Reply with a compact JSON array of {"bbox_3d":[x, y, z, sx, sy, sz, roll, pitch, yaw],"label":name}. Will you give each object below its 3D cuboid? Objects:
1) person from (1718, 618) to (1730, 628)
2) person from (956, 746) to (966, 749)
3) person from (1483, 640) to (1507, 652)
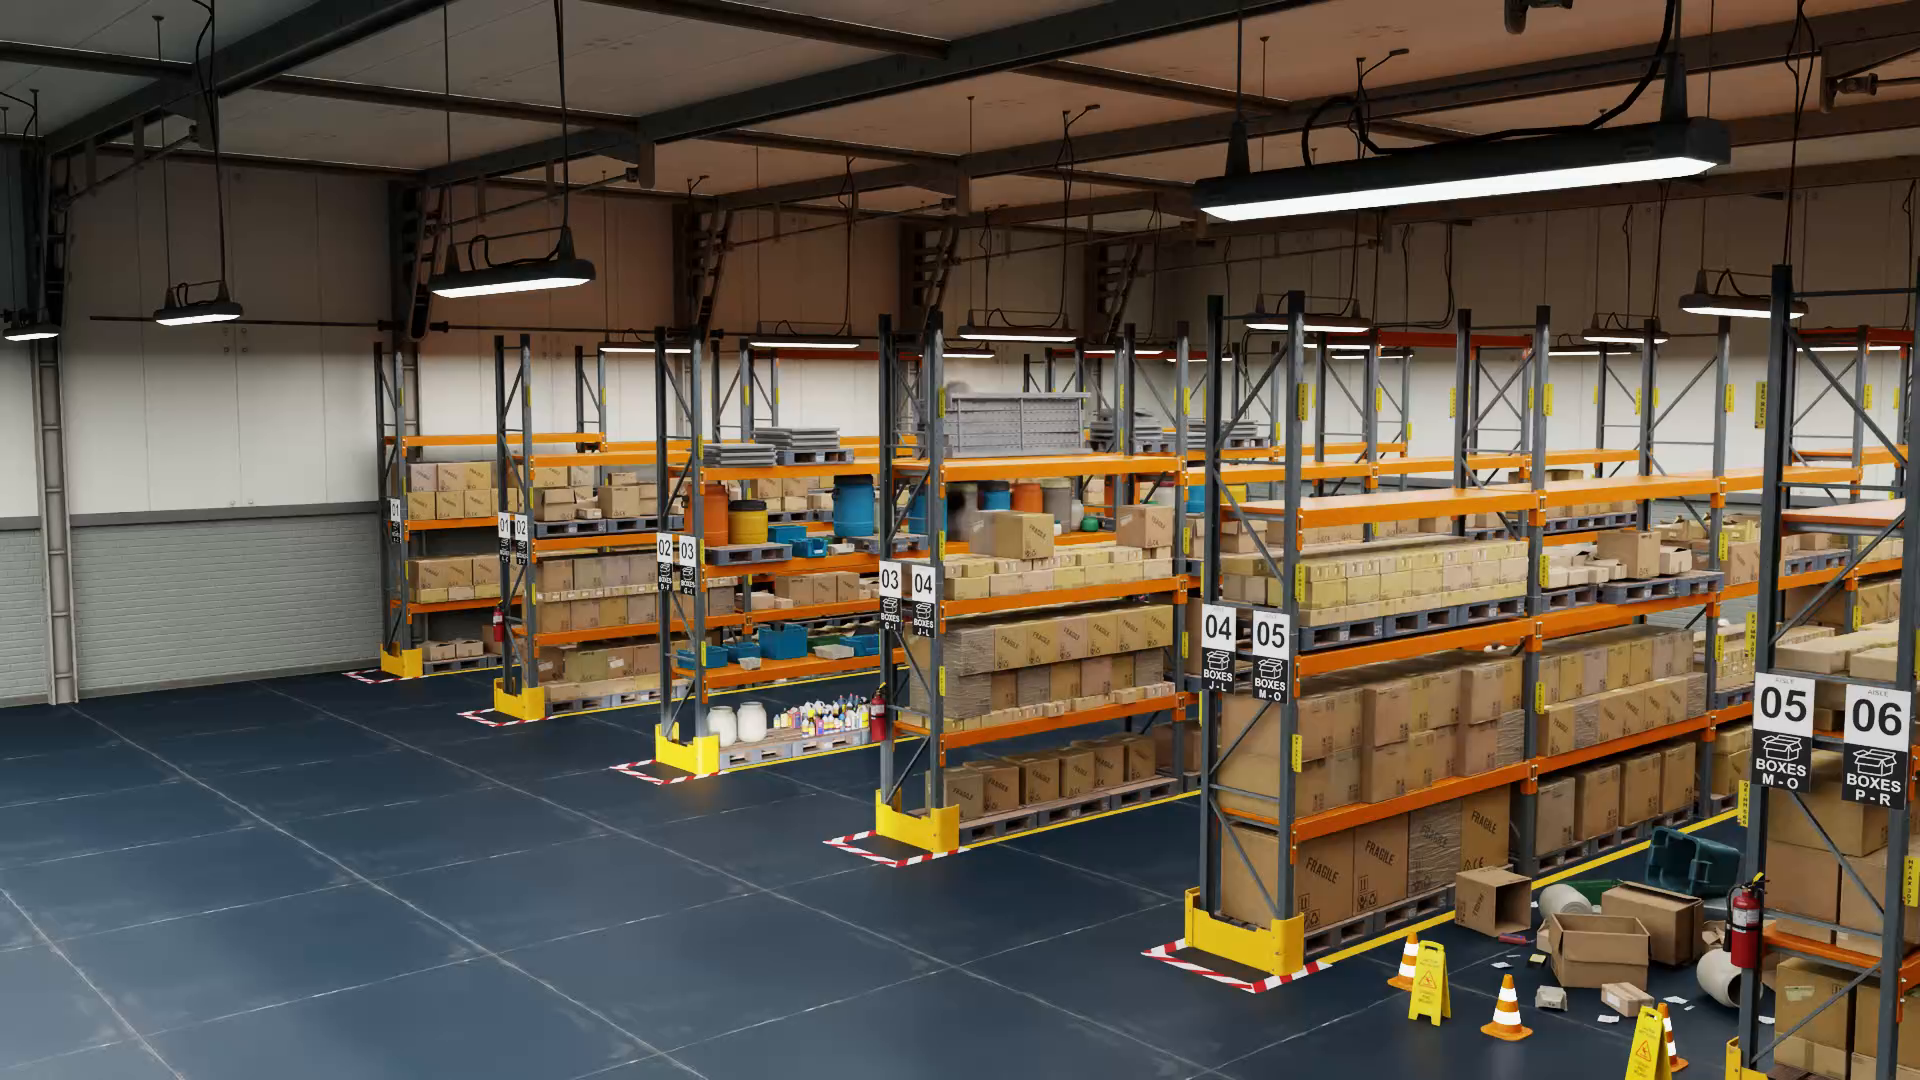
[{"bbox_3d":[11.414,2.041,24.972,0.585,1.731,0.661,-4,6,-34],"label":"person"},{"bbox_3d":[0.180,2.165,24.126,0.753,1.737,1.073,3,6,33],"label":"person"},{"bbox_3d":[7.755,2.121,24.045,0.603,1.746,0.665,-4,6,-36],"label":"person"}]
